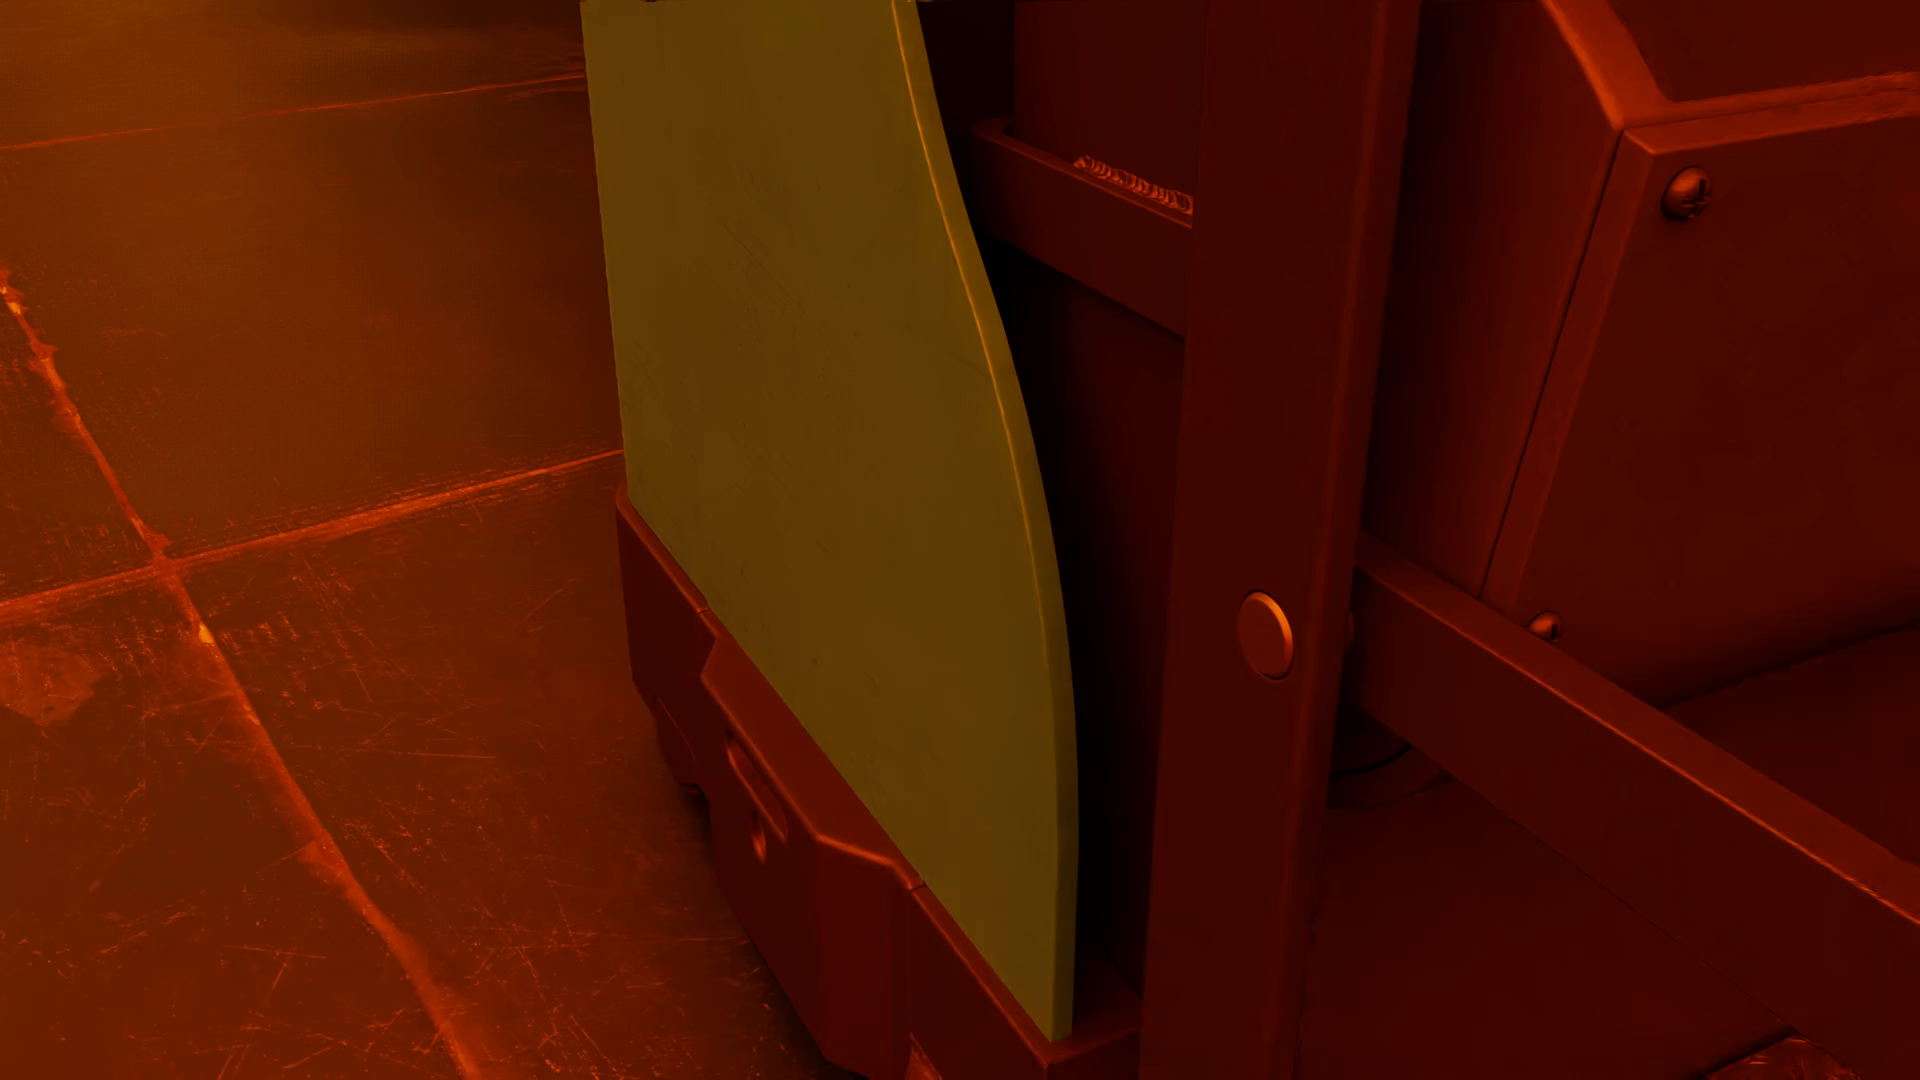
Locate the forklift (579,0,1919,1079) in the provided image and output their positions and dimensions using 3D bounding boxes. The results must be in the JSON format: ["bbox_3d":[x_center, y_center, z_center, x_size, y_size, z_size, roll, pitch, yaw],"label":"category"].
[{"bbox_3d":[0.723,-0.614,0.455,1.130,2.935,3.031,-13,29,-24],"label":"forklift"}]
